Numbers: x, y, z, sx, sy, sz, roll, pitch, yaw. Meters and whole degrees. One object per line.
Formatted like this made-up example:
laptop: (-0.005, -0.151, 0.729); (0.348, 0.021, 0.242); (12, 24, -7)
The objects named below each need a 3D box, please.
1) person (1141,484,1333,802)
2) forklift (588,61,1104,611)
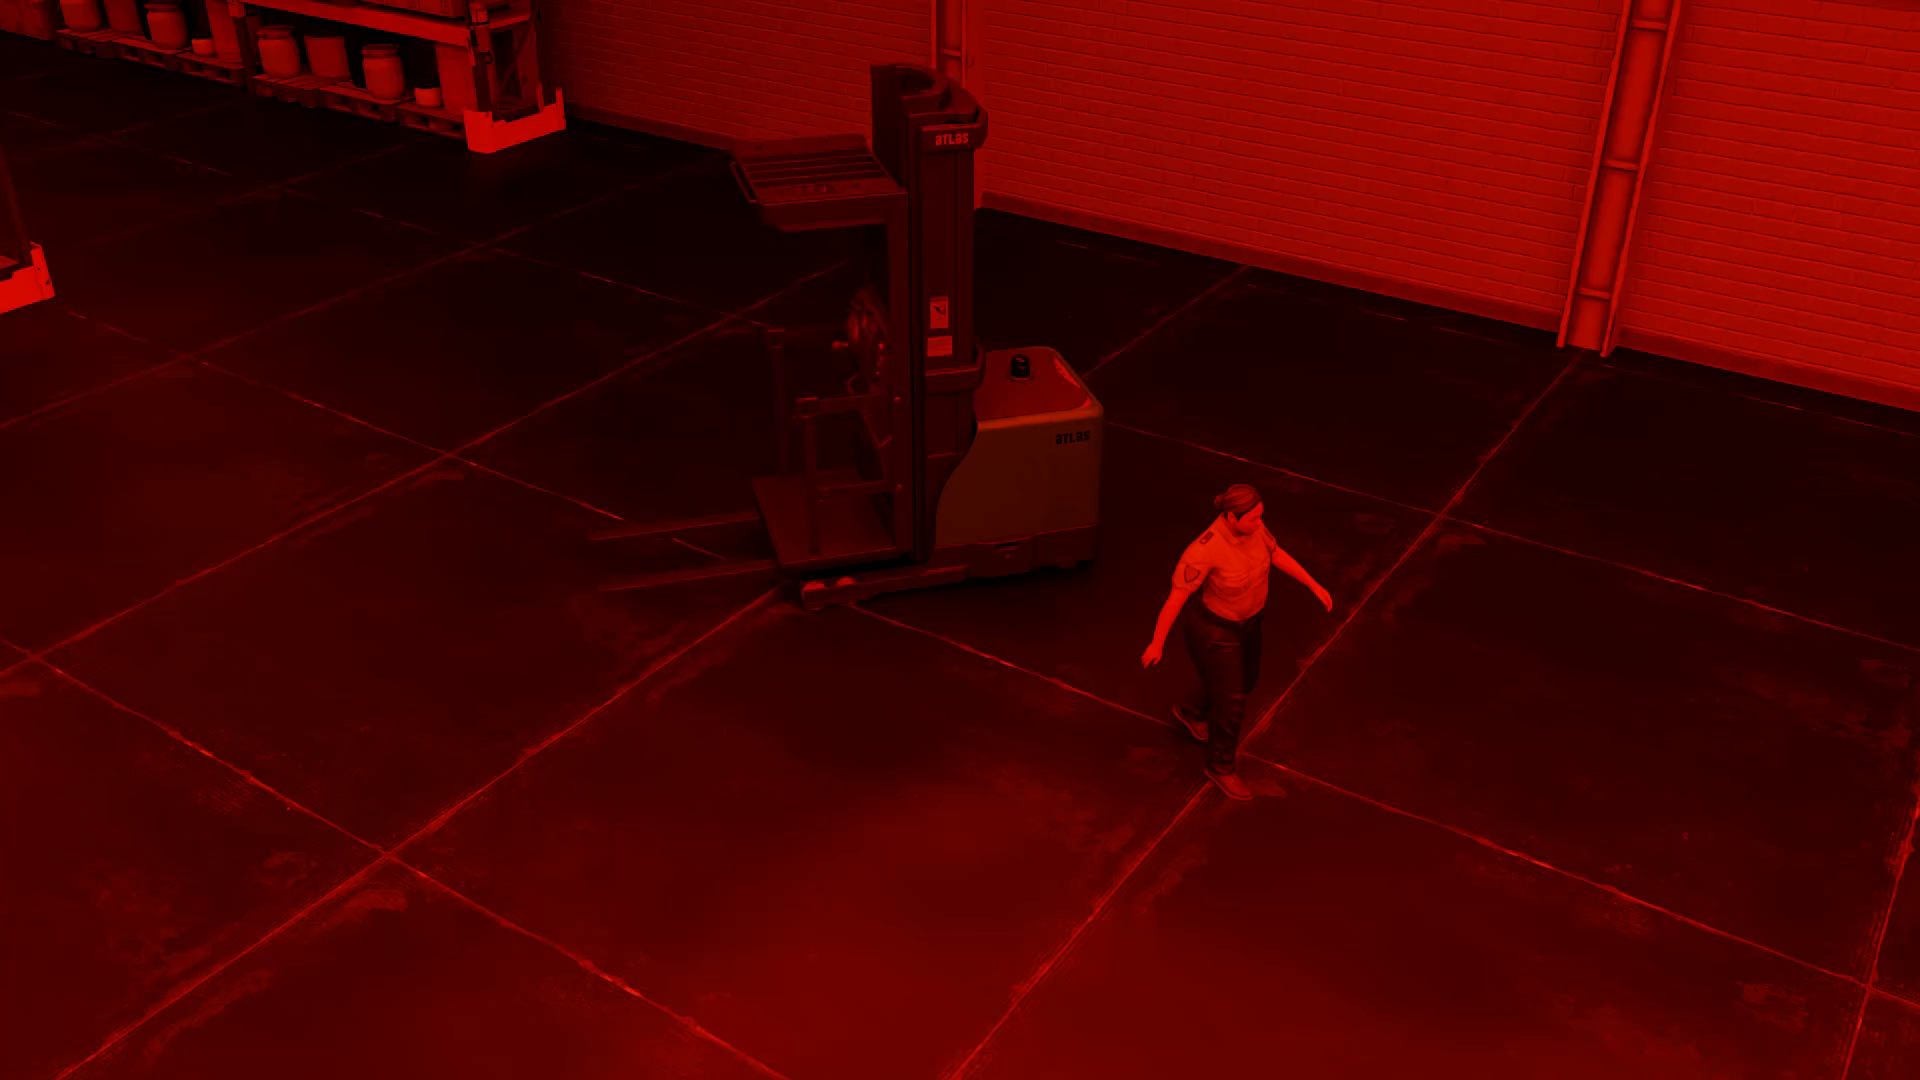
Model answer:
person: (1.302, 0.452, 8.115); (0.690, 1.627, 0.849); (25, 38, 36)
forklift: (-0.715, -1.147, 9.556); (3.031, 2.935, 1.130); (-8, 31, -13)
